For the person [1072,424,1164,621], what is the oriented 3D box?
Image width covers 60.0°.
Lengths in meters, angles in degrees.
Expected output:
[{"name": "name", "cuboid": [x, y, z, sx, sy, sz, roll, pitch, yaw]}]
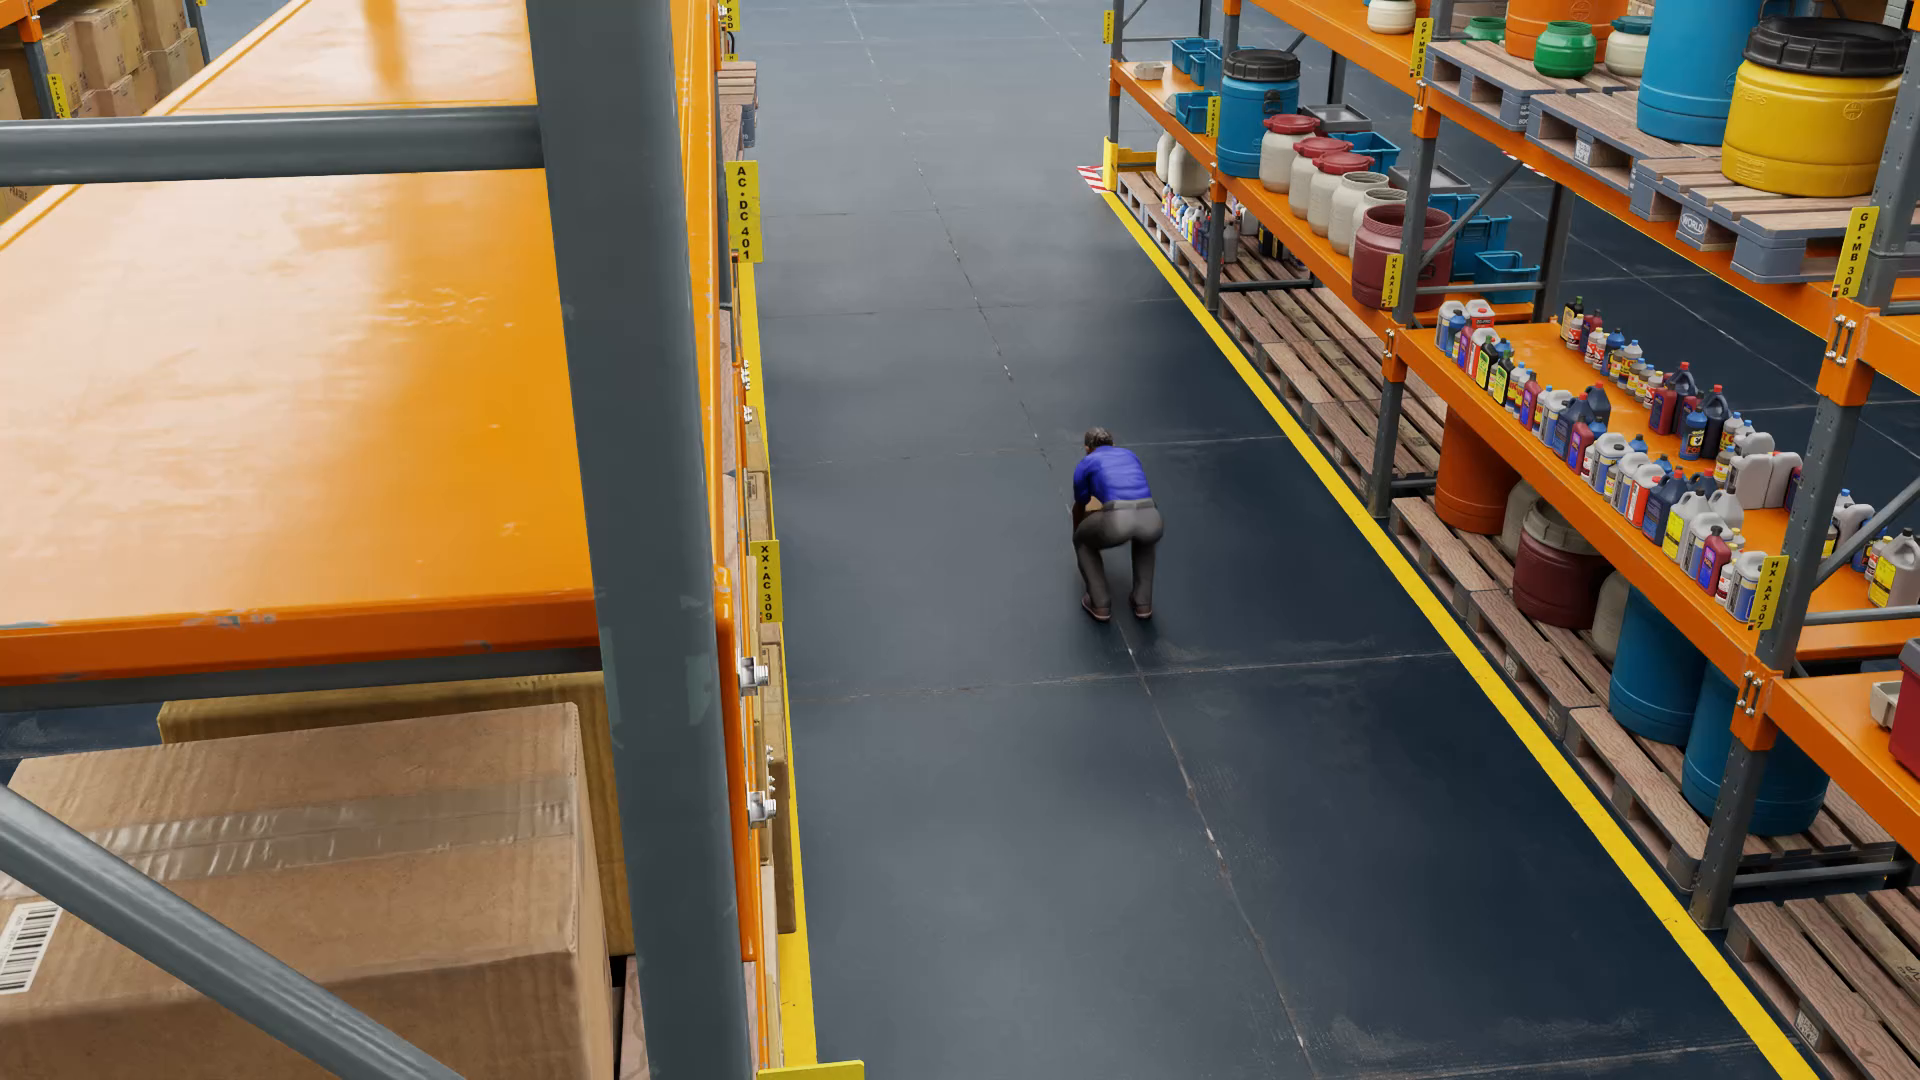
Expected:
[{"name": "person", "cuboid": [0.887, -0.091, 9.572, 0.471, 0.953, 0.861, -5, 28, -9]}]
